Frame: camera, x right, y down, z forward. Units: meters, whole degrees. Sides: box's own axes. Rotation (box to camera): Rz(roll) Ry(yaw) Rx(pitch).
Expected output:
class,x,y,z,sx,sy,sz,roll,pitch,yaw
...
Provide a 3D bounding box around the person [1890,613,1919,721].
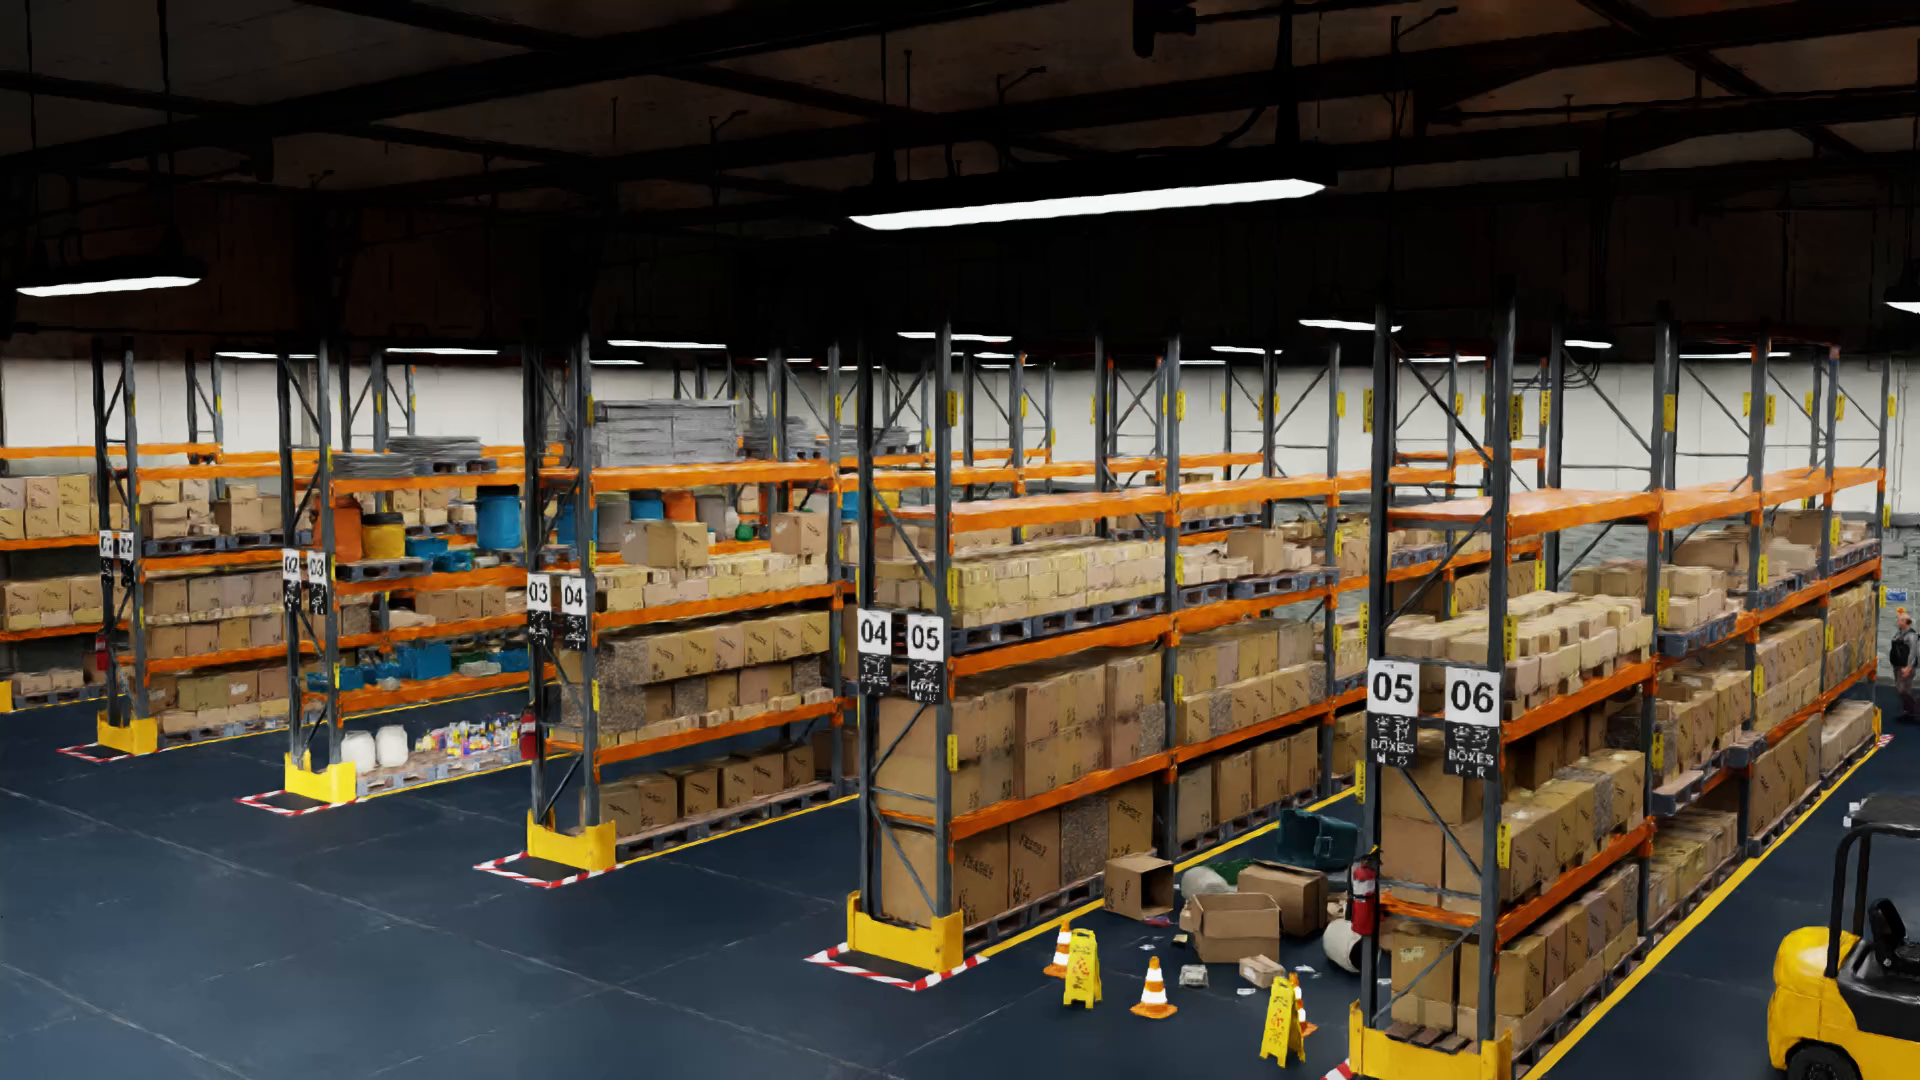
class,x,y,z,sx,sy,sz,roll,pitch,yaw
person,14.987,2.015,26.259,0.471,1.712,0.690,1,5,6

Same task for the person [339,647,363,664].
class,x,y,z,sx,sy,sz,roll,pitch,yaw
person,-11.386,1.698,30.520,0.495,1.589,1.086,4,6,40

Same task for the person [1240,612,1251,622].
class,x,y,z,sx,sy,sz,roll,pitch,yaw
person,4.809,1.963,27.755,0.625,1.596,0.503,3,6,35

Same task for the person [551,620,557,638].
class,x,y,z,sx,sy,sz,roll,pitch,yaw
person,-8.131,1.467,32.777,0.719,1.714,0.578,4,6,36
